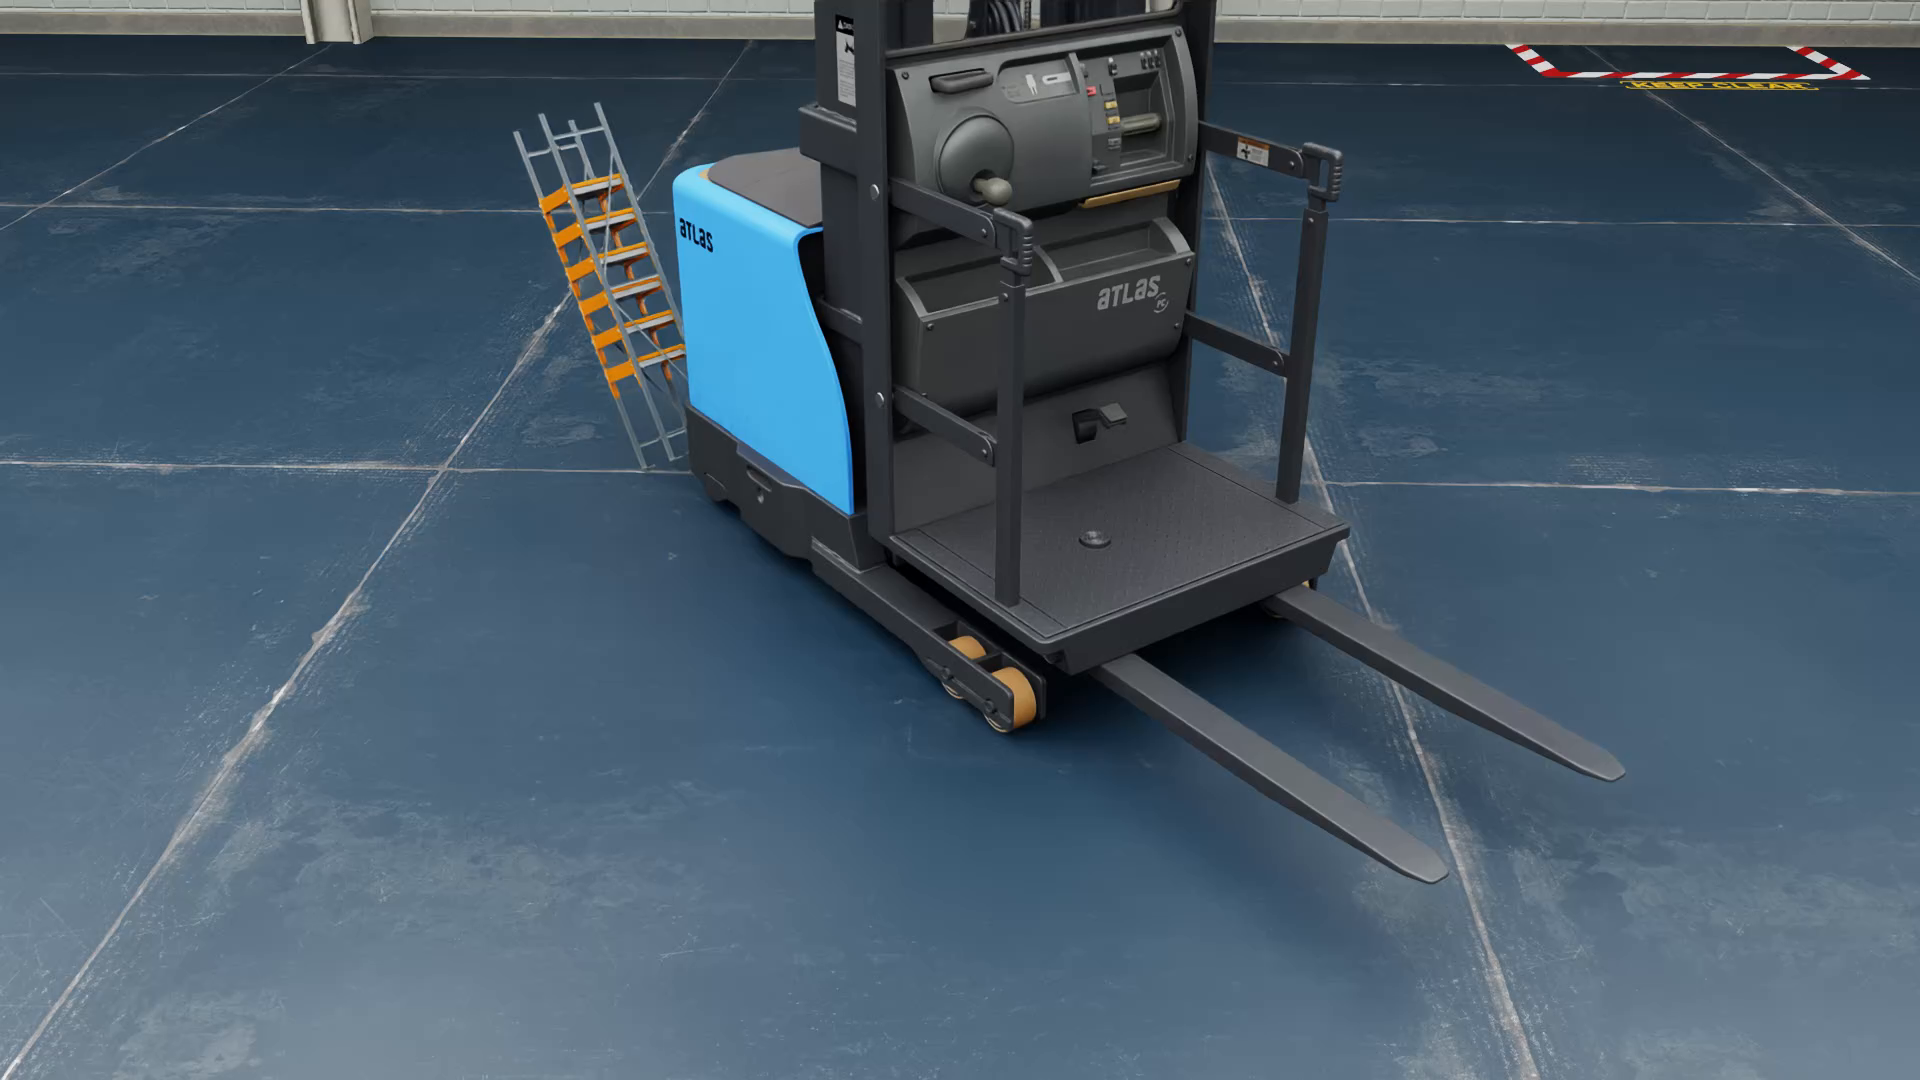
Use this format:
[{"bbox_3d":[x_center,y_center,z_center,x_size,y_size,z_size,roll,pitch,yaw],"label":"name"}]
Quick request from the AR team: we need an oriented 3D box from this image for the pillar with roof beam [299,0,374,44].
[{"bbox_3d":[-4.671,-5.616,6.237,0.400,9.000,9.100,1,28,2],"label":"pillar with roof beam"}]

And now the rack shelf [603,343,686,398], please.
[{"bbox_3d":[-1.050,-0.583,5.655,0.258,0.103,0.180,-26,10,-40],"label":"rack shelf"}]

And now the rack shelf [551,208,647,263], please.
[{"bbox_3d":[-1.211,-1.031,5.594,0.258,0.103,0.180,-26,10,-40],"label":"rack shelf"}]

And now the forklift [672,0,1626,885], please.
[{"bbox_3d":[0.365,-1.056,4.112,1.130,2.935,3.031,-19,33,-31],"label":"forklift"}]

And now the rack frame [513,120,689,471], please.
[{"bbox_3d":[-1.204,-0.837,5.688,0.240,1.200,0.006,-26,10,-40],"label":"rack frame"}]

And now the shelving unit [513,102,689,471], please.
[{"bbox_3d":[-1.145,-0.849,5.619,0.258,1.200,0.189,-26,10,-40],"label":"shelving unit"}]

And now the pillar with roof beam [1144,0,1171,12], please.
[{"bbox_3d":[1.326,-5.517,6.050,0.400,9.000,9.100,1,28,2],"label":"pillar with roof beam"}]

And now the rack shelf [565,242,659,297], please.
[{"bbox_3d":[-1.170,-0.919,5.609,0.258,0.103,0.180,-26,10,-40],"label":"rack shelf"}]

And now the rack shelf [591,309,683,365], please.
[{"bbox_3d":[-1.090,-0.695,5.640,0.258,0.103,0.180,-26,10,-40],"label":"rack shelf"}]

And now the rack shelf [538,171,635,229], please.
[{"bbox_3d":[-1.251,-1.143,5.579,0.258,0.103,0.180,-26,10,-40],"label":"rack shelf"}]

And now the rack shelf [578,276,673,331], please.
[{"bbox_3d":[-1.130,-0.807,5.625,0.258,0.103,0.180,-26,10,-40],"label":"rack shelf"}]

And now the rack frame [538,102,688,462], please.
[{"bbox_3d":[-1.086,-0.861,5.550,0.240,1.200,0.006,-26,10,-40],"label":"rack frame"}]
